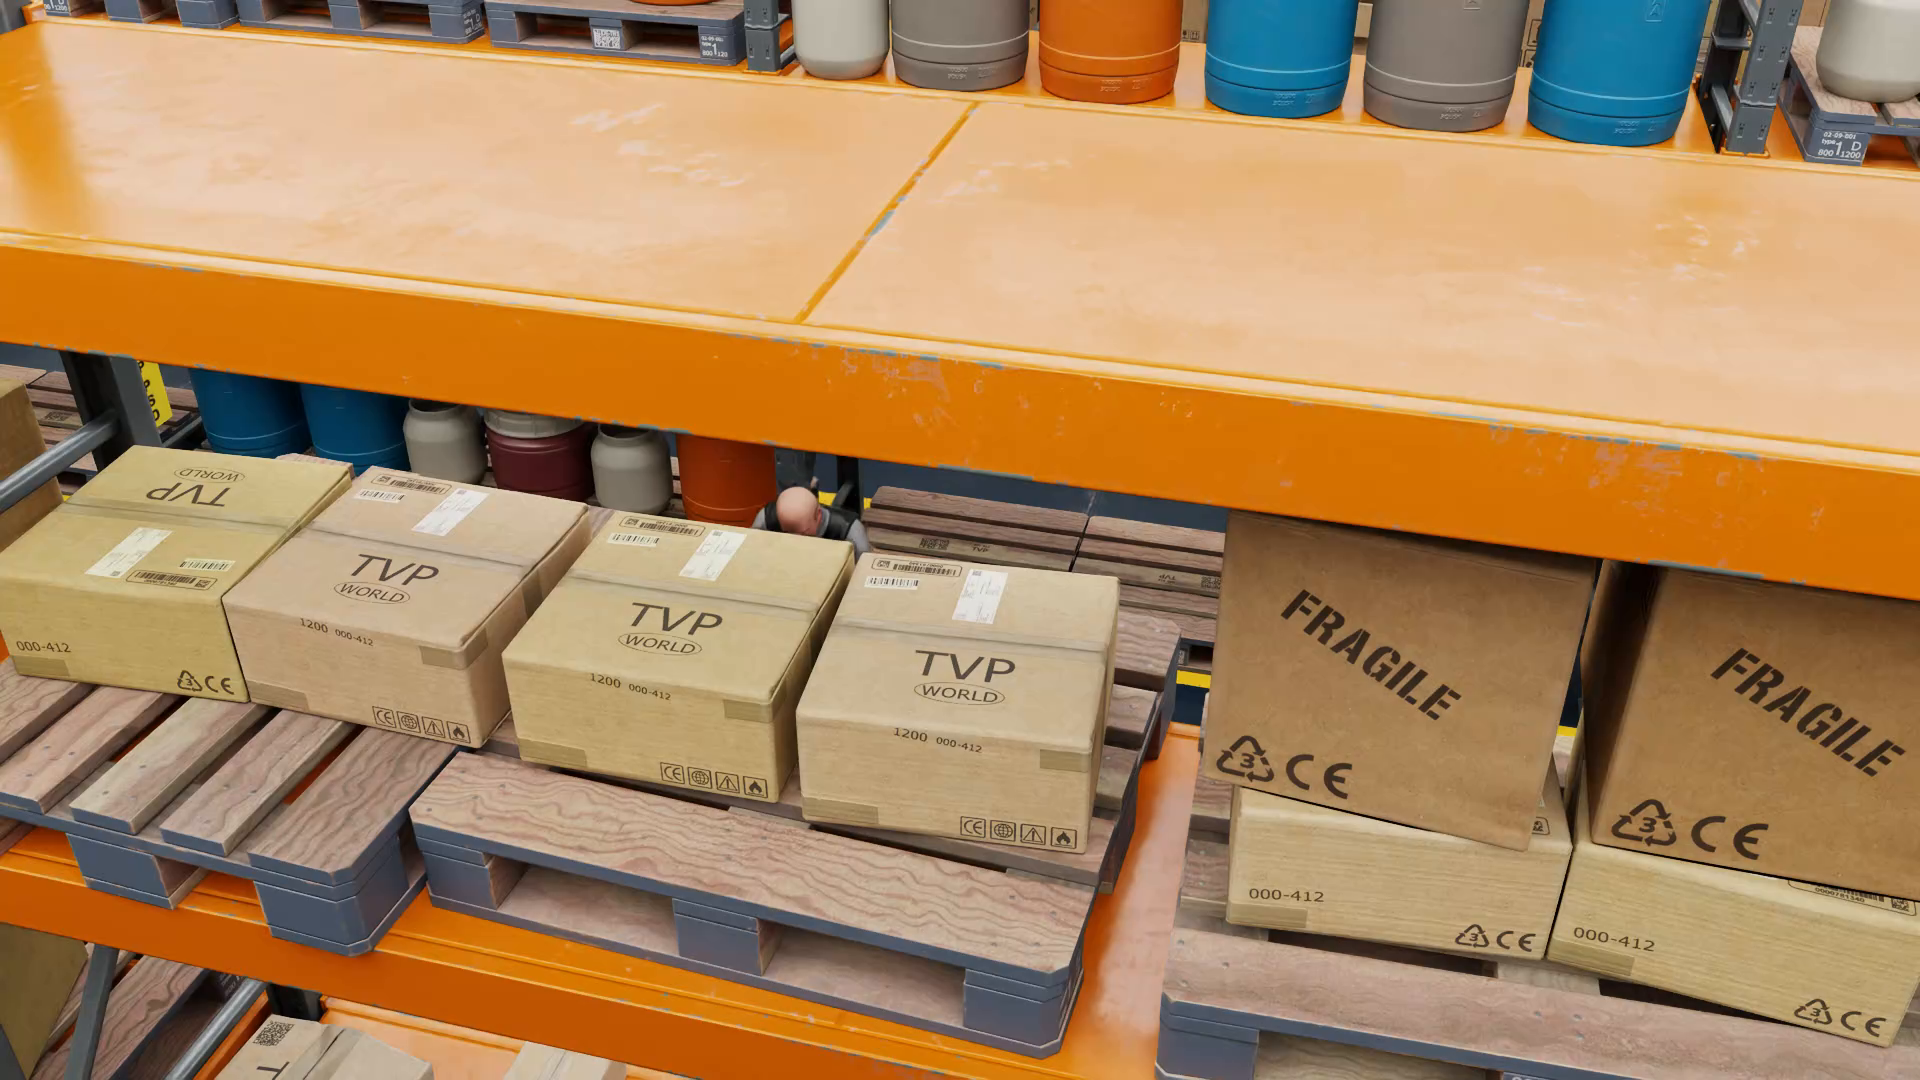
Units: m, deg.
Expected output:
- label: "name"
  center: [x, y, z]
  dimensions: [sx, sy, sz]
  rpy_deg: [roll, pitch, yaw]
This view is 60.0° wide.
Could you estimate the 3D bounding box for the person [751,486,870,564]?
- label: "person"
  center: [-0.616, 0.371, 7.243]
  dimensions: [0.581, 1.581, 0.555]
  rpy_deg: [9, 34, 13]
